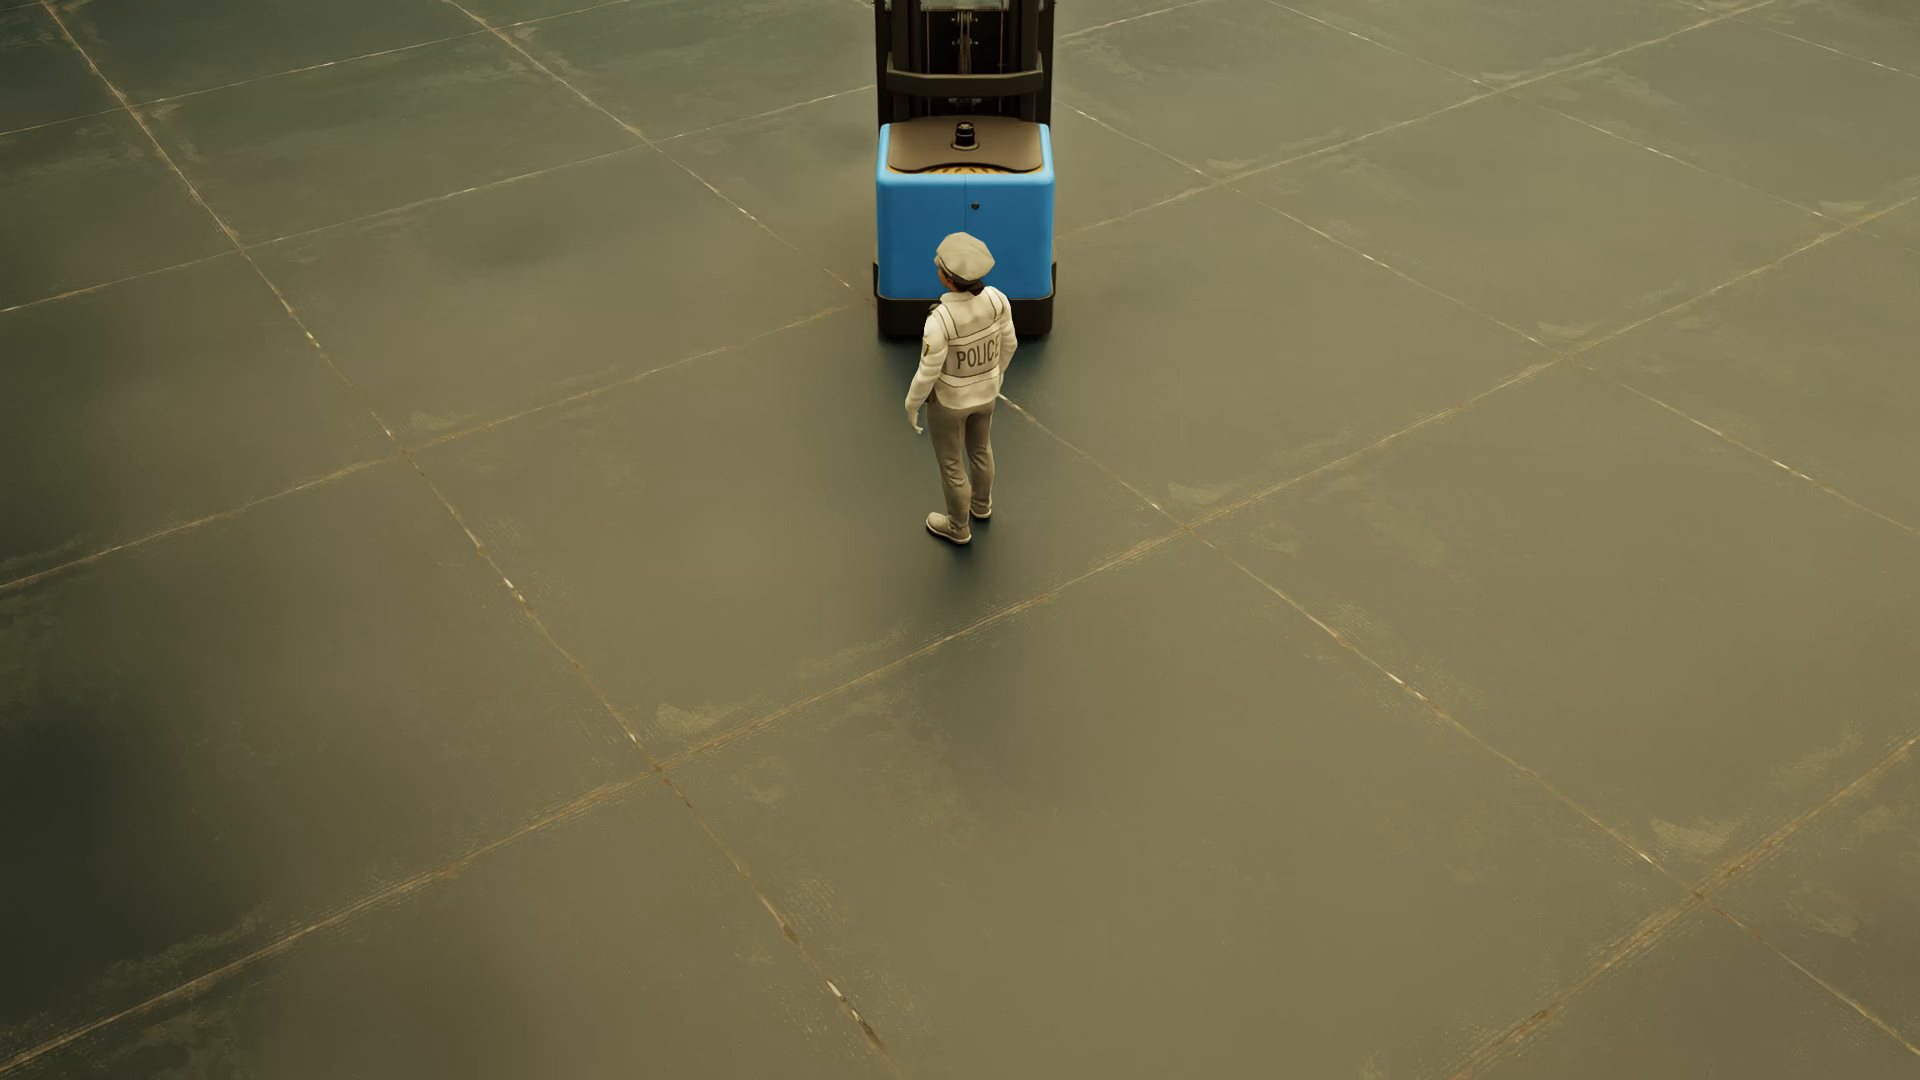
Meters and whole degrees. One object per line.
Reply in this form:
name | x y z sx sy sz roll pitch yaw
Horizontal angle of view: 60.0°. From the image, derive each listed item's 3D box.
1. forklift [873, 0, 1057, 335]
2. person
forklift | 0.026 -3.245 10.334 1.130 2.935 3.031 0 36 0
person | -0.034 -0.723 7.950 0.586 1.694 0.531 -23 42 -28
